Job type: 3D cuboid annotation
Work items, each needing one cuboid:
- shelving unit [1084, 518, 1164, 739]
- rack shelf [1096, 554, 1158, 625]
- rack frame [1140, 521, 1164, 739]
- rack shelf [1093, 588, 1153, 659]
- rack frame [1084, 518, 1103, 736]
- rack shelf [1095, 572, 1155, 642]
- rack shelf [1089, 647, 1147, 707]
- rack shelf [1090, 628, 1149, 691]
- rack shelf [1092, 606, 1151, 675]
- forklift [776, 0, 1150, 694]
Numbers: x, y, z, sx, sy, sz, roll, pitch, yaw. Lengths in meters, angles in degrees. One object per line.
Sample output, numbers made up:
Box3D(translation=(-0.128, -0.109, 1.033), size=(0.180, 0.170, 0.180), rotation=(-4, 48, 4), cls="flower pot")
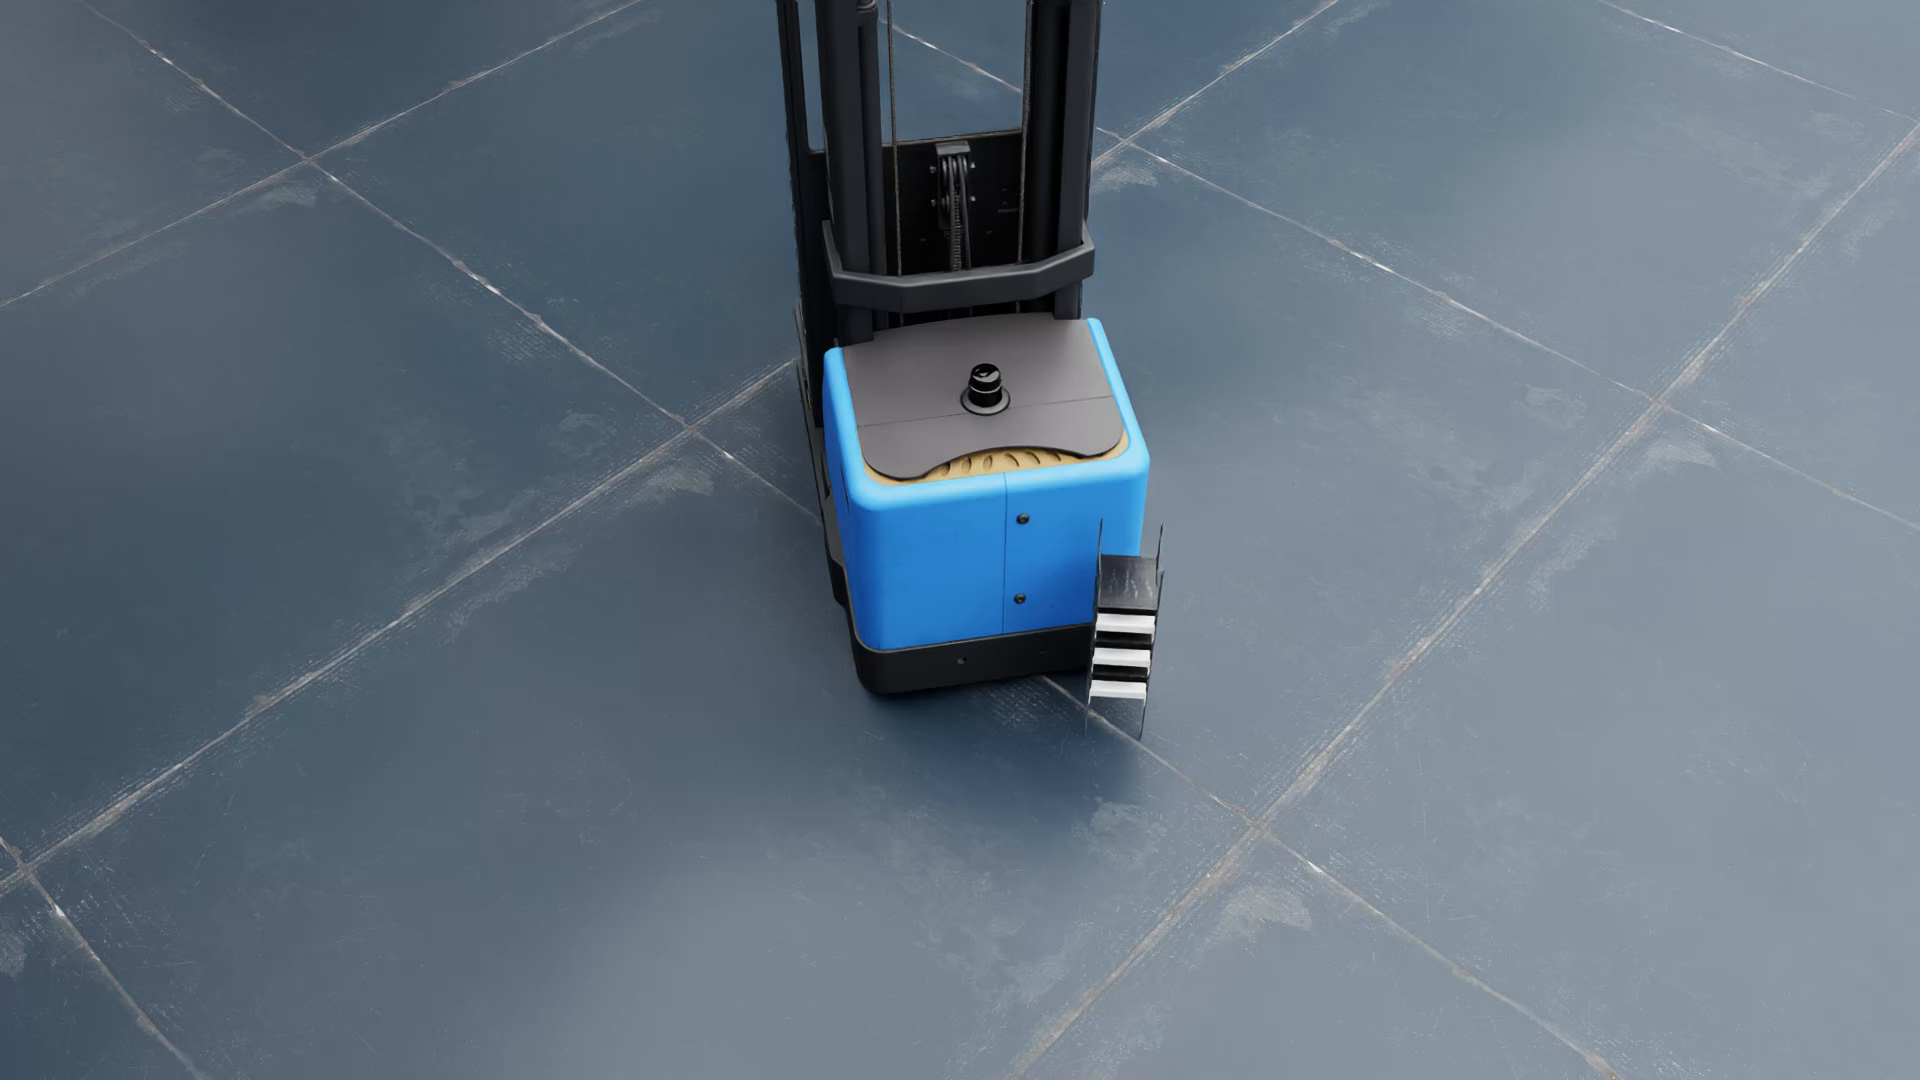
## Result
Box3D(translation=(0.568, 0.326, 5.827), size=(0.210, 0.900, 0.258), rotation=(3, 47, 3), cls="shelving unit")
Box3D(translation=(0.568, 0.164, 5.654), size=(0.200, 0.077, 0.258), rotation=(3, 47, 3), cls="rack shelf")
Box3D(translation=(0.669, 0.331, 5.821), size=(0.006, 0.900, 0.240), rotation=(3, 47, 3), cls="rack frame")
Box3D(translation=(0.568, 0.287, 5.785), size=(0.200, 0.077, 0.258), rotation=(3, 47, 3), cls="rack shelf")
Box3D(translation=(0.466, 0.320, 5.832), size=(0.006, 0.900, 0.240), rotation=(3, 47, 3), cls="rack frame")
Box3D(translation=(0.568, 0.225, 5.720), size=(0.200, 0.077, 0.258), rotation=(3, 47, 3), cls="rack shelf")
Box3D(translation=(0.568, 0.472, 5.982), size=(0.200, 0.077, 0.258), rotation=(3, 47, 3), cls="rack shelf")
Box3D(translation=(0.568, 0.410, 5.917), size=(0.200, 0.077, 0.258), rotation=(3, 47, 3), cls="rack shelf")
Box3D(translation=(0.568, 0.349, 5.851), size=(0.200, 0.077, 0.258), rotation=(3, 47, 3), cls="rack shelf")
Box3D(translation=(-0.109, -1.528, 6.174), size=(1.130, 2.935, 3.031), rotation=(-7, 47, -7), cls="forklift")
